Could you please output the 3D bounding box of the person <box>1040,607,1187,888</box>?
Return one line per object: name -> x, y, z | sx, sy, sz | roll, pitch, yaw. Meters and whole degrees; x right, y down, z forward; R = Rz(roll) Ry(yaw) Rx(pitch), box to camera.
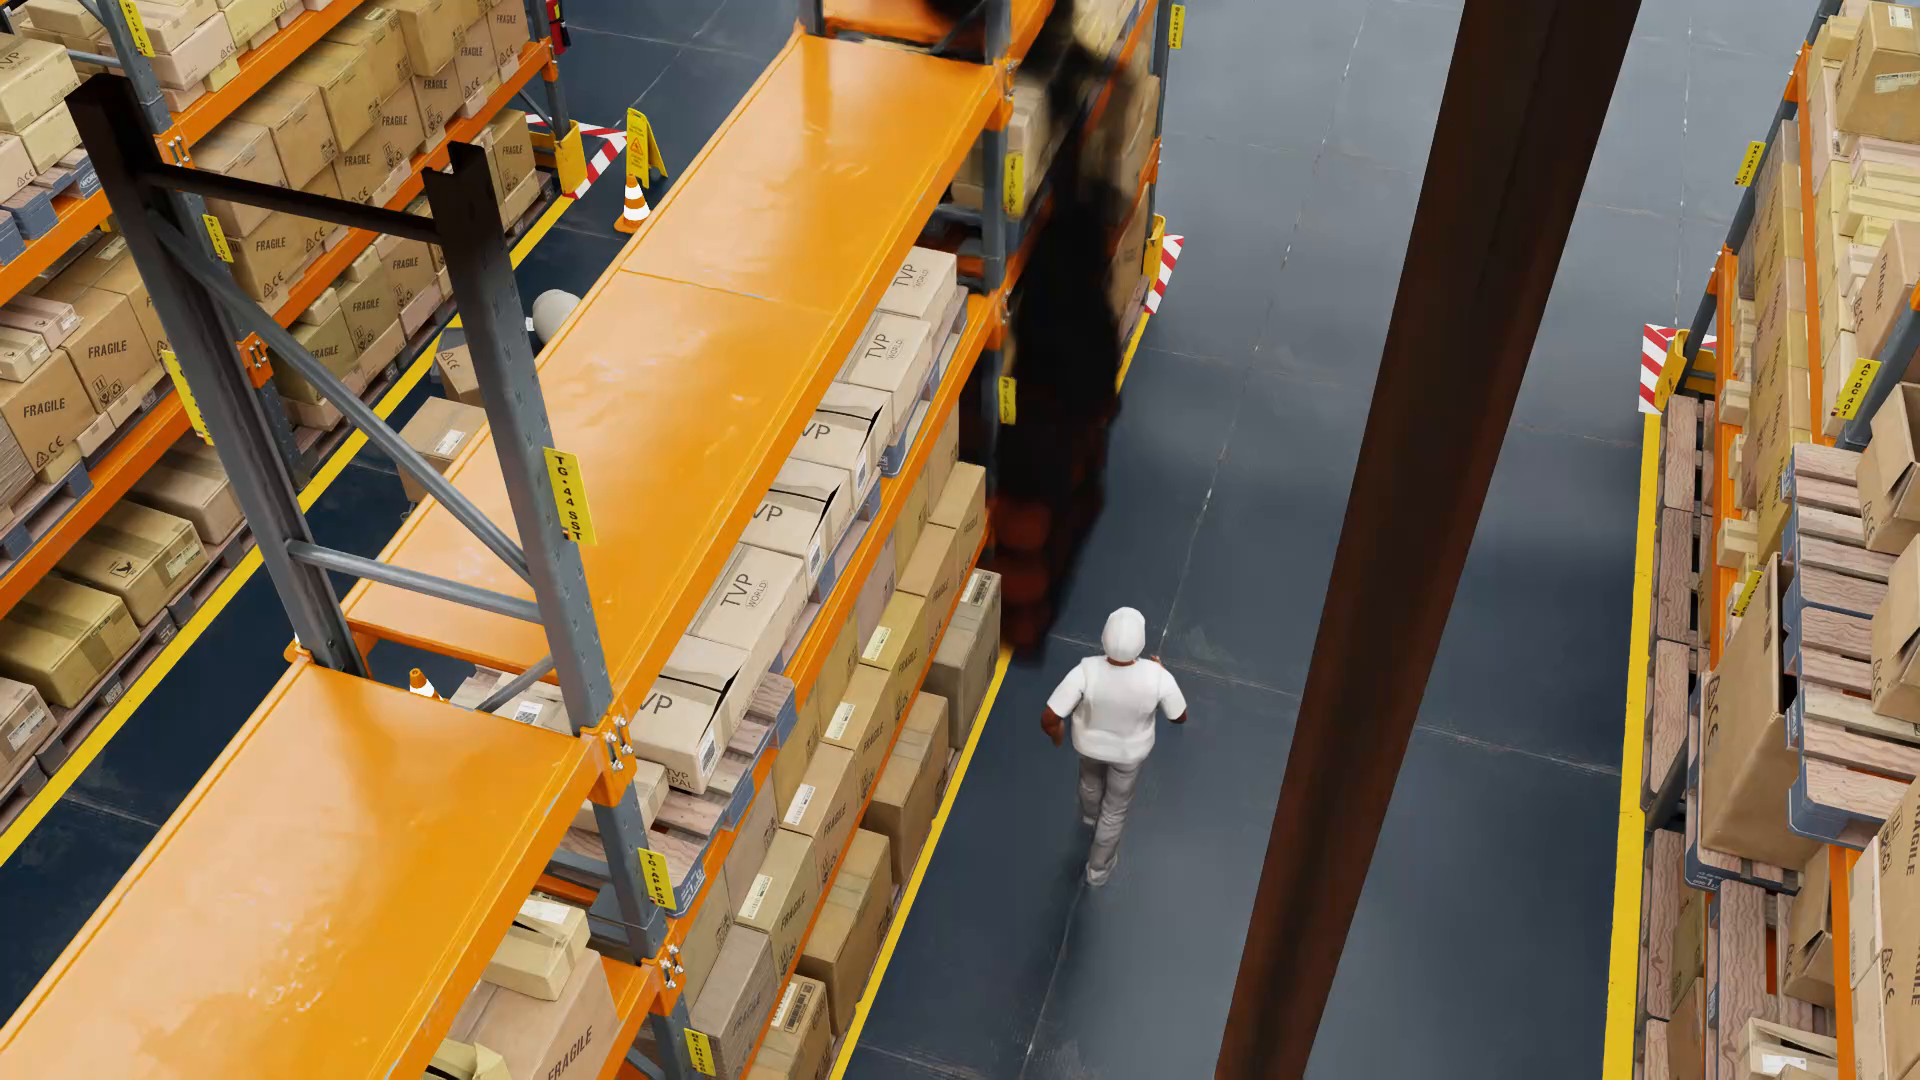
person -> 0.792, 1.050, 8.507 | 0.676, 1.872, 0.743 | 12, 47, 12
